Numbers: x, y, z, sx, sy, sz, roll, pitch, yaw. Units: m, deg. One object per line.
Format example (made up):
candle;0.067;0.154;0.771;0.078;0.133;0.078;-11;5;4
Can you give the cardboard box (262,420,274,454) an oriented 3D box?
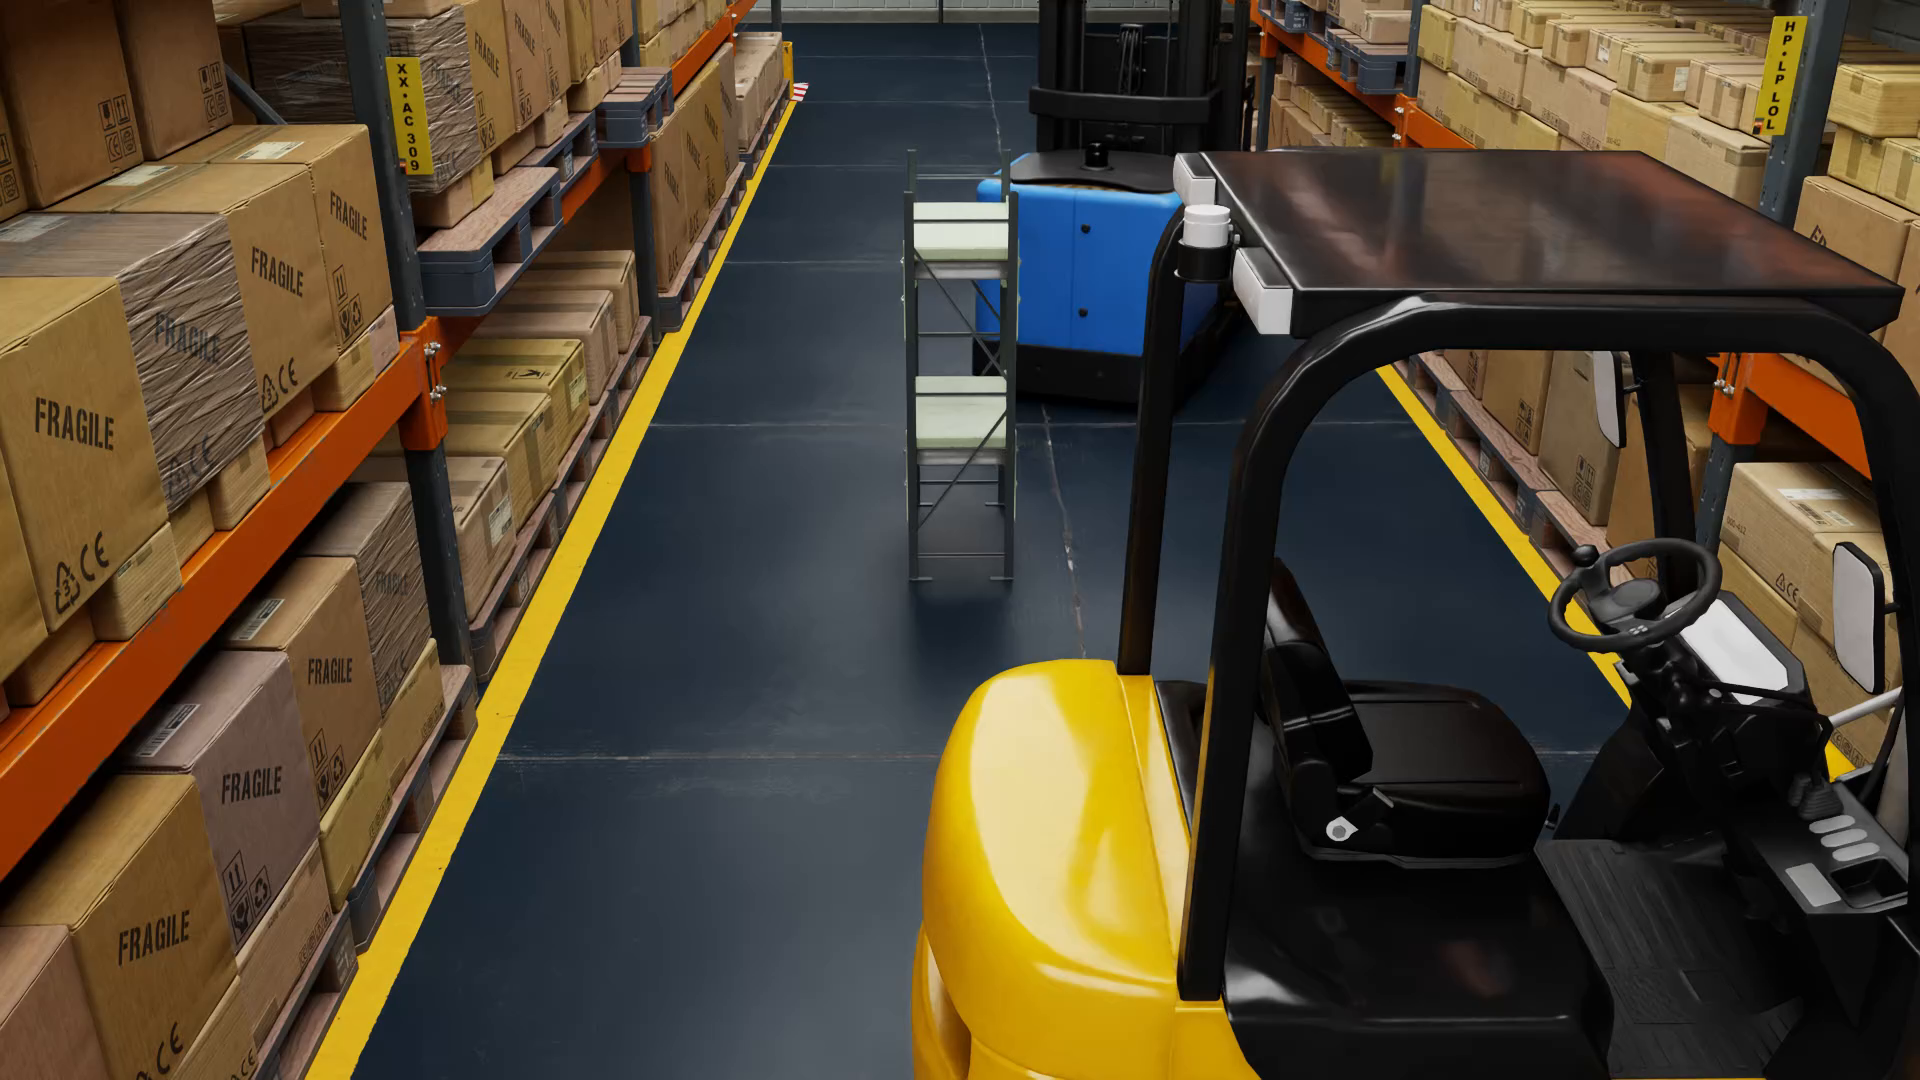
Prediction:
cardboard box;-1.873;-0.241;3.947;0.380;0.149;0.250;-1;24;-1

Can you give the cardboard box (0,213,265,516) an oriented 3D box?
cardboard box;-1.829;-0.373;3.452;0.500;0.500;0.500;0;24;1

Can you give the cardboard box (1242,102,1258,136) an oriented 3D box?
cardboard box;2.467;-3.441;13.526;0.396;0.266;0.258;1;24;1

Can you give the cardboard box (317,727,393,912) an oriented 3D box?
cardboard box;-1.814;0.724;4.337;0.500;0.250;0.500;-1;24;-2

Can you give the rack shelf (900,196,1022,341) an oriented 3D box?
rack shelf;0.000;-1.036;6.274;0.431;0.370;0.720;0;24;-1

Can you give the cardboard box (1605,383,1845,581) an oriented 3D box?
cardboard box;2.841;-0.148;5.808;0.875;0.625;0.625;1;24;2

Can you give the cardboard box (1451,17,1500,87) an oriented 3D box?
cardboard box;2.580;-2.241;7.640;0.500;0.250;0.500;0;24;1

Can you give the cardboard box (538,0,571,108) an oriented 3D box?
cardboard box;-1.837;-1.988;6.514;0.500;0.500;0.500;-1;24;-3

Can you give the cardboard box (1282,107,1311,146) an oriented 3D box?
cardboard box;2.567;-2.753;11.720;0.500;0.500;0.500;-1;24;-1

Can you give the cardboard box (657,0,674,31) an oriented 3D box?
cardboard box;-1.912;-3.030;9.385;0.500;0.250;0.500;0;24;1

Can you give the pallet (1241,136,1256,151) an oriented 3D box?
pallet;2.765;-3.132;13.419;1.003;0.211;1.213;0;24;-1

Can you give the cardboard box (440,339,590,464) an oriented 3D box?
cardboard box;-2.134;-0.592;7.099;0.950;0.372;0.625;1;24;1

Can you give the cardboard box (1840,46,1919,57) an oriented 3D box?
cardboard box;3.093;-1.629;5.804;0.380;0.149;0.250;0;24;-1

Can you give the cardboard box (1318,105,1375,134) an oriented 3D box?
cardboard box;2.586;-2.781;10.995;0.380;0.149;0.250;1;24;1

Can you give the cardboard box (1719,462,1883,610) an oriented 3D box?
cardboard box;2.550;-0.017;4.761;0.500;0.250;0.500;-1;24;-1

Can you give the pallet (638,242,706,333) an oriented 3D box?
pallet;-2.082;-1.502;9.816;1.003;0.211;1.213;0;24;-1

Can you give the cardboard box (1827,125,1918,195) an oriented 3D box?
cardboard box;2.599;-1.032;4.483;0.380;0.149;0.250;-1;24;-1

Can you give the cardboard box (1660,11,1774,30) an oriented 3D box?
cardboard box;3.057;-2.047;6.728;0.380;0.149;0.250;0;24;1

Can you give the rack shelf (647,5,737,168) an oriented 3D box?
rack shelf;-2.170;-2.944;10.492;1.077;0.370;4.000;0;24;-1

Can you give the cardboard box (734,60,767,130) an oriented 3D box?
cardboard box;-2.102;-3.748;13.997;0.875;0.438;0.875;-1;24;-2

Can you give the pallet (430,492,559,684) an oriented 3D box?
pallet;-2.115;0.150;6.162;1.003;0.211;1.213;0;24;-1

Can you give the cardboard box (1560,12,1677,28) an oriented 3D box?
cardboard box;2.648;-2.041;6.715;0.380;0.149;0.250;0;24;-1

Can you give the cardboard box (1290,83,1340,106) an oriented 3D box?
cardboard box;2.589;-3.205;11.933;0.380;0.149;0.250;-1;24;-2

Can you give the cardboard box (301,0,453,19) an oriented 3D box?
cardboard box;-1.756;-1.663;5.008;0.380;0.149;0.250;0;24;-1

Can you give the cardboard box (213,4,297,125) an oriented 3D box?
cardboard box;-2.339;-1.361;5.128;0.500;0.500;0.500;-1;24;-2

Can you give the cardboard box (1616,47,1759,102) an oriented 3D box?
cardboard box;2.526;-1.619;5.782;0.380;0.149;0.250;-1;24;-2

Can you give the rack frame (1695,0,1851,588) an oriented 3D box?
rack frame;2.858;-0.823;4.930;1.000;3.000;0.127;0;24;-1

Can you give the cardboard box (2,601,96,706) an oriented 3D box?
cardboard box;-1.826;0.180;3.017;0.380;0.149;0.250;-1;24;-2

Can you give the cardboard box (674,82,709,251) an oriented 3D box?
cardboard box;-2.079;-2.324;10.316;0.875;0.875;0.875;0;24;0

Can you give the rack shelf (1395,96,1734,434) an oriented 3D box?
rack shelf;2.837;-1.320;6.901;1.077;0.370;4.000;0;24;-1

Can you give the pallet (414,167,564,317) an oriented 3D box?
pallet;-1.968;-1.028;5.615;1.003;0.211;1.213;0;24;-1

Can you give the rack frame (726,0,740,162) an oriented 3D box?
rack frame;-2.192;-4.096;12.166;1.000;3.000;0.127;0;24;-1

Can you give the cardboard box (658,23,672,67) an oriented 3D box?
cardboard box;-1.926;-2.794;9.469;0.500;0.250;0.500;-1;24;-2

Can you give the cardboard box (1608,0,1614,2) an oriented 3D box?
cardboard box;3.077;-2.465;7.652;0.380;0.149;0.250;0;24;-1

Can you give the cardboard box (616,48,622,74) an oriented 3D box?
cardboard box;-1.834;-2.280;7.947;0.380;0.149;0.250;0;24;0

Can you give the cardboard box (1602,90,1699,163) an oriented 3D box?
cardboard box;2.585;-1.396;5.772;0.500;0.250;0.500;-1;24;-2

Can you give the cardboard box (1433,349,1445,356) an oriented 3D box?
cardboard box;2.808;-1.324;8.409;0.875;0.625;0.625;1;24;1

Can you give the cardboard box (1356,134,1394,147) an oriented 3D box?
cardboard box;2.606;-2.352;10.047;0.380;0.149;0.250;0;24;1

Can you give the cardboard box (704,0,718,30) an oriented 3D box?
cardboard box;-1.931;-3.634;11.327;0.500;0.250;0.500;-1;24;-1

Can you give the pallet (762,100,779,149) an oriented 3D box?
pallet;-2.139;-3.643;14.549;1.003;0.211;1.213;0;24;-1

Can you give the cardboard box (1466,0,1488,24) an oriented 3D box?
cardboard box;2.556;-2.464;7.650;0.380;0.149;0.250;0;24;1

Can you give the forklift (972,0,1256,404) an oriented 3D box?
forklift;1.022;-2.562;8.858;1.130;2.935;3.031;8;26;17

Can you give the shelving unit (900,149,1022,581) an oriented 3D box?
shelving unit;0.000;-0.681;6.435;0.431;1.500;0.755;0;24;-1

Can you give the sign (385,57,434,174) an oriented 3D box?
sign;-1.562;-1.199;4.712;0.100;0.325;0.005;0;24;-1

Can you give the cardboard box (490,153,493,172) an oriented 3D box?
cardboard box;-1.869;-1.325;5.835;0.380;0.149;0.250;1;24;3

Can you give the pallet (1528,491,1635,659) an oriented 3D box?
pallet;2.811;0.144;6.176;1.003;0.211;1.213;0;24;-1

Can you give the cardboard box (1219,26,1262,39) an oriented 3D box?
cardboard box;2.639;-4.570;15.733;0.797;0.503;0.637;-1;24;-3

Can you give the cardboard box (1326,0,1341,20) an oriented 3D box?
cardboard box;2.612;-3.382;9.952;0.797;0.503;0.637;-1;24;-2

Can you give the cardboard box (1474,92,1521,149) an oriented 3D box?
cardboard box;2.588;-1.800;7.271;0.500;0.250;0.500;-1;24;-2

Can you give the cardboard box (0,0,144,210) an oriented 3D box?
cardboard box;-2.333;-1.043;3.721;0.700;0.500;0.500;0;24;0

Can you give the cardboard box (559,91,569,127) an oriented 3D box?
cardboard box;-1.814;-1.752;6.780;0.380;0.149;0.250;-1;24;-2

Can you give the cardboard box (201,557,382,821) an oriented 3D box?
cardboard box;-1.823;0.373;4.203;0.500;0.500;0.500;0;24;0
